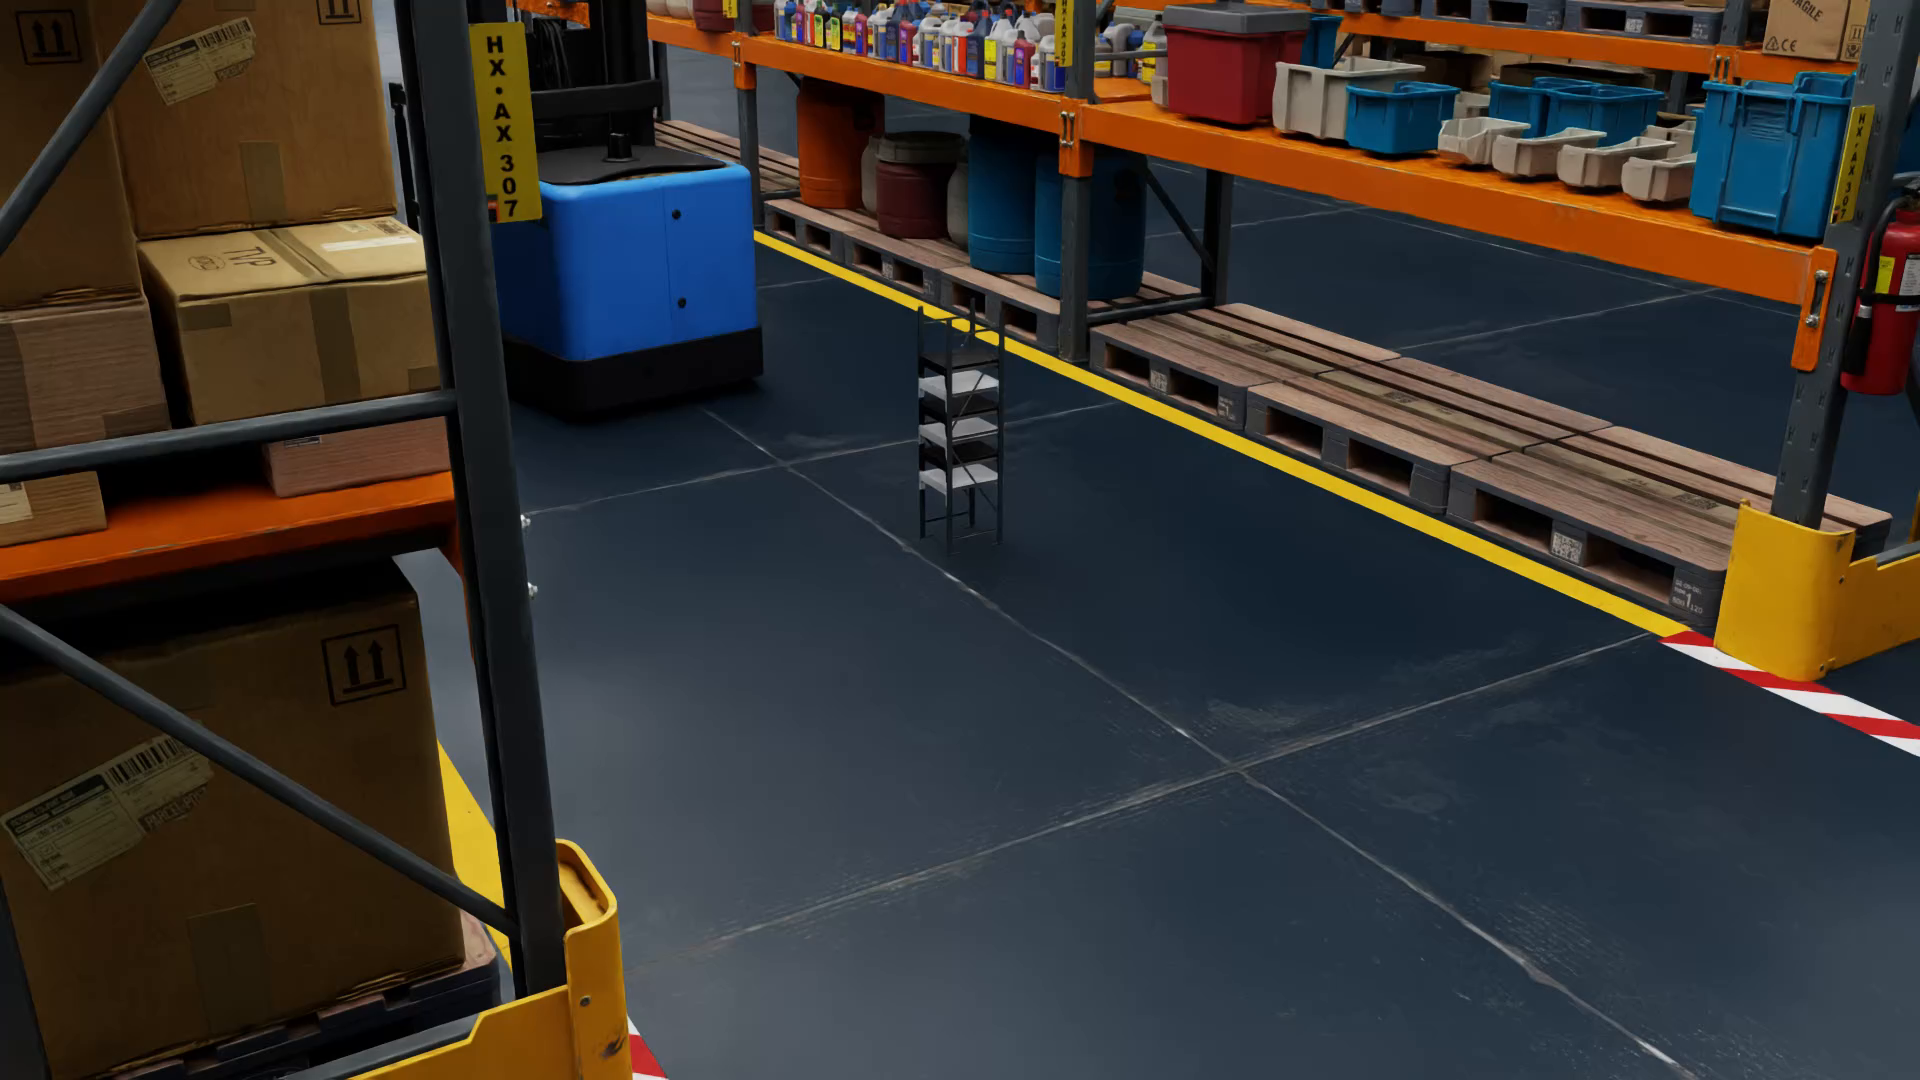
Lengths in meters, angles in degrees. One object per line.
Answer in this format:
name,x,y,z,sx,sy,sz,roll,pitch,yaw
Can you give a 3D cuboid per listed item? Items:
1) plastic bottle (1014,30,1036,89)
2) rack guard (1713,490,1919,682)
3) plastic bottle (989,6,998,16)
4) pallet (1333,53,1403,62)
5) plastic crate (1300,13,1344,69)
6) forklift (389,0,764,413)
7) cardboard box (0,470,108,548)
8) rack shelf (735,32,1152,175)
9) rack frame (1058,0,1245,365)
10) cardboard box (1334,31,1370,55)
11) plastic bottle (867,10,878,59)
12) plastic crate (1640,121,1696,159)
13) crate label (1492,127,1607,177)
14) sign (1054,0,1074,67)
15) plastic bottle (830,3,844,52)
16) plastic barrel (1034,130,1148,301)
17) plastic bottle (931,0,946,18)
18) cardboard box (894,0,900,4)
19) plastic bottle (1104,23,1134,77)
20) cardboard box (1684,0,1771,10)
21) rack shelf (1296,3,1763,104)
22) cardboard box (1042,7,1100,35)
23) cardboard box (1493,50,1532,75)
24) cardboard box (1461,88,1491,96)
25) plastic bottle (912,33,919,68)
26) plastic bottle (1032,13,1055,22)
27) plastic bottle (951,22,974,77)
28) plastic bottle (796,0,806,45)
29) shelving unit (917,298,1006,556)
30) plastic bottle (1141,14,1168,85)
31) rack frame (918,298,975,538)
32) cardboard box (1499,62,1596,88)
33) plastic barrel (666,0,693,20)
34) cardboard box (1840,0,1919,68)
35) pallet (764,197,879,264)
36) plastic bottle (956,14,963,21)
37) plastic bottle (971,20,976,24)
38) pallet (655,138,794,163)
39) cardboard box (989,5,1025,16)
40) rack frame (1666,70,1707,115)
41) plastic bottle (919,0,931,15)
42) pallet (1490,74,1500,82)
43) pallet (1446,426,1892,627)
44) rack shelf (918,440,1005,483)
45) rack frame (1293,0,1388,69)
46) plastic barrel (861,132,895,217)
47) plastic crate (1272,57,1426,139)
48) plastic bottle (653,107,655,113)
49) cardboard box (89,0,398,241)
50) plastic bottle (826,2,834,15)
plastic bottle,0.333,-2.479,8.583,0.061,0.283,0.133,-13,25,-28
rack guard,3.037,0.056,5.510,1.175,0.500,0.348,-13,25,-28
plastic bottle,0.194,-3.109,10.132,0.061,0.283,0.133,-13,25,-28
pallet,5.027,-5.816,20.340,1.003,0.211,1.213,-13,25,-28
plastic crate,1.502,-2.337,8.019,0.392,0.384,0.575,-13,25,-28
forklift,-2.275,-2.423,8.381,1.130,2.935,3.031,-17,28,-35
cardboard box,-1.710,-0.090,2.883,0.380,0.149,0.250,-12,25,-27
rack shelf,-0.052,-2.716,9.966,1.077,0.370,4.000,-13,25,-28
rack frame,0.970,-2.402,8.237,1.000,3.000,0.127,-13,25,-28
cardboard box,4.836,-6.271,20.493,0.500,0.500,0.500,-15,26,-32
plastic bottle,-0.505,-3.018,9.925,0.097,0.271,0.097,0,22,0
plastic crate,2.731,-1.495,6.277,0.250,0.136,0.298,-13,25,-28
crate label,2.142,-1.424,6.102,0.396,0.136,0.243,-13,25,-28
sign,0.496,-2.425,7.927,0.100,0.325,0.005,-13,25,-28
plastic bottle,-0.747,-3.164,10.267,0.061,0.283,0.133,-13,25,-28
plastic barrel,0.707,-1.804,8.995,0.600,0.901,0.708,-13,25,-28
plastic bottle,-0.140,-3.347,10.733,0.097,0.271,0.097,0,22,0
cardboard box,-0.560,-6.128,19.503,0.500,0.500,0.500,-13,25,-28
plastic bottle,0.874,-2.686,9.101,0.152,0.276,0.135,-13,25,-28
cardboard box,5.180,-3.791,10.964,0.500,0.500,0.700,17,28,36
rack shelf,4.208,-3.668,12.307,1.077,0.370,4.000,-13,25,-28
cardboard box,1.176,-5.422,17.765,0.500,0.500,0.500,-13,25,-28
cardboard box,6.324,-5.377,18.293,0.700,0.500,0.500,-12,25,-28
cardboard box,4.130,-3.269,13.106,0.500,0.500,0.500,-14,26,-30
plastic bottle,-0.224,-2.808,9.500,0.097,0.201,0.097,0,22,0
plastic bottle,0.469,-2.942,9.732,0.152,0.276,0.135,-13,25,-28
plastic bottle,0.046,-2.691,9.114,0.152,0.276,0.135,-13,25,-28
plastic bottle,-1.002,-3.325,10.664,0.061,0.283,0.133,-13,25,-28
shelving unit,0.004,-0.414,6.136,0.258,0.900,0.210,-13,25,-28
plastic bottle,1.048,-2.569,8.713,0.144,0.351,0.185,-13,25,-28
rack frame,-0.048,-0.447,6.217,0.240,0.900,0.006,-13,25,-28
cardboard box,4.425,-3.436,12.521,0.500,0.250,0.500,-13,26,-29
plastic barrel,-1.998,-4.177,12.456,0.421,0.512,0.421,0,22,0
cardboard box,5.520,-3.017,9.619,0.500,0.500,0.500,-12,25,-27
pallet,-0.635,-2.158,11.340,1.003,0.211,1.213,-13,25,-28
plastic bottle,0.009,-3.220,10.513,0.097,0.201,0.097,0,22,0
plastic bottle,0.075,-2.763,9.296,0.097,0.271,0.097,0,22,0
pallet,-2.055,-3.058,13.554,1.003,0.211,1.213,-13,25,-28
cardboard box,0.473,-5.484,17.917,0.500,0.500,0.500,-13,25,-28
rack frame,7.444,-5.602,16.111,1.000,3.000,0.127,-13,25,-28
plastic bottle,-0.239,-3.410,10.888,0.097,0.271,0.097,0,22,0
pallet,6.427,-4.958,18.230,1.003,0.211,1.213,-13,25,-28
pallet,2.625,-0.090,6.252,1.003,0.211,1.213,-13,25,-28
rack shelf,0.004,-0.300,6.182,0.258,0.077,0.200,-13,25,-28
rack frame,3.187,-4.648,13.764,1.000,3.000,0.127,-13,25,-28
plastic barrel,-0.444,-2.418,11.024,0.421,0.512,0.421,0,22,0
plastic crate,1.591,-1.845,6.945,0.437,0.282,0.530,-13,25,-28
plastic bottle,-2.903,-4.119,15.501,0.097,0.271,0.097,0,22,0
cardboard box,-1.513,-0.939,3.447,0.500,0.500,0.500,-13,26,-30
plastic bottle,-0.806,-3.254,10.505,0.097,0.271,0.097,0,22,0
